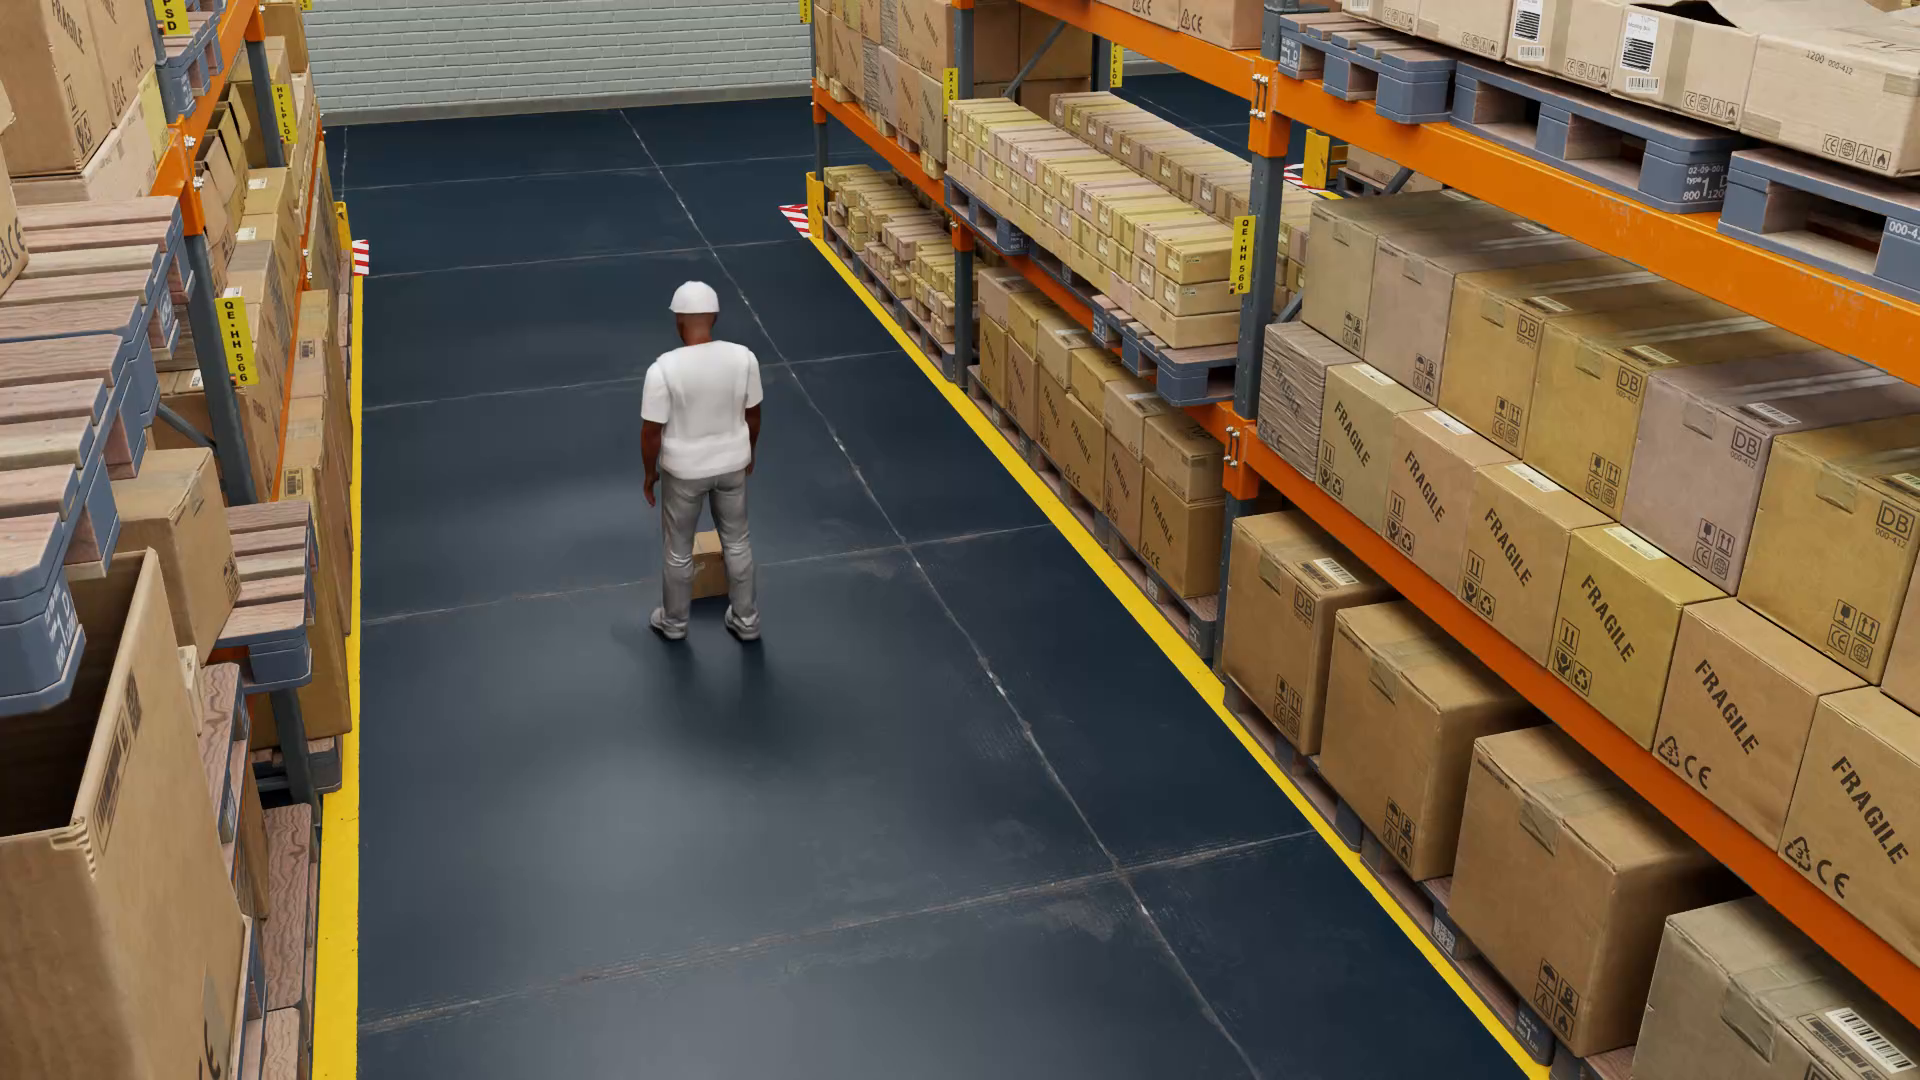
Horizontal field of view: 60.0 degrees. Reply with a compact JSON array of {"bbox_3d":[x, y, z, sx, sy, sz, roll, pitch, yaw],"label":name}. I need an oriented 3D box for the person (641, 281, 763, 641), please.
[{"bbox_3d":[-1.211,-0.356,7.800,0.590,1.781,0.509,-12,29,-22],"label":"person"}]
